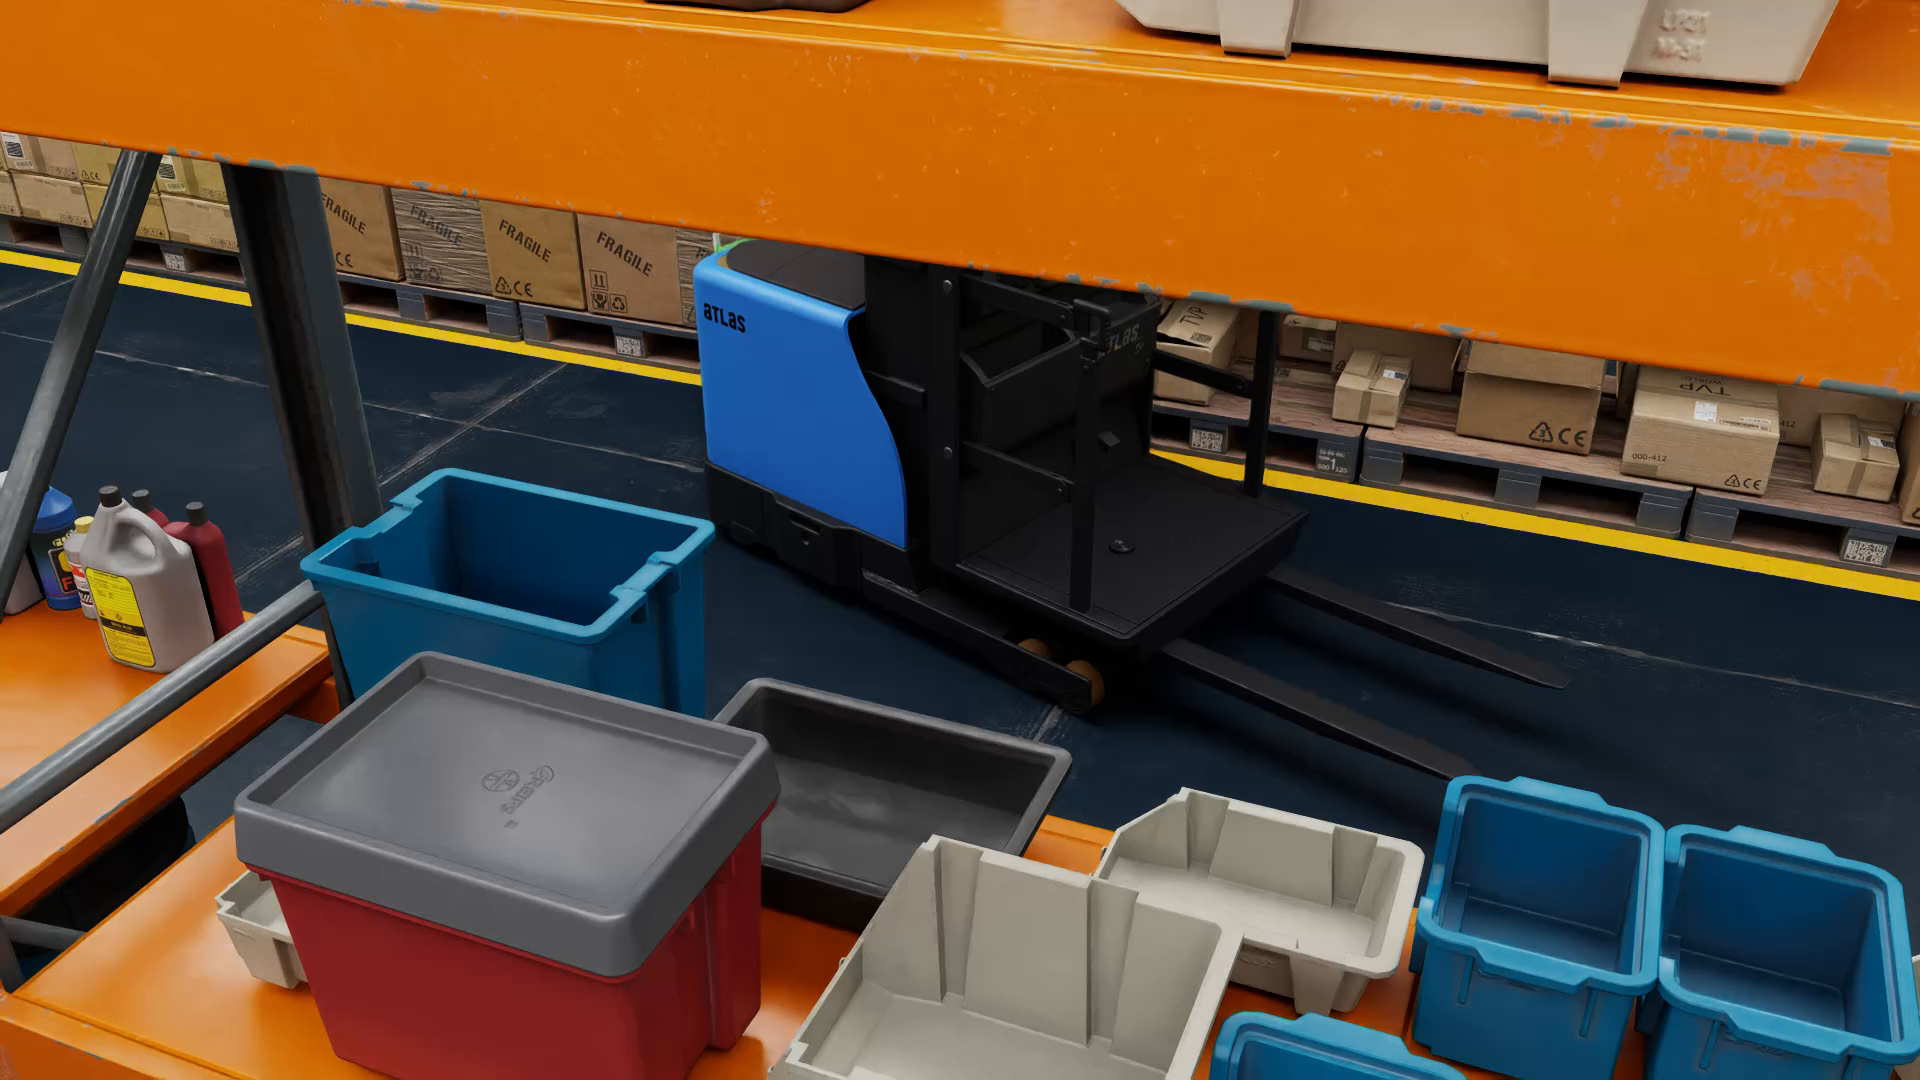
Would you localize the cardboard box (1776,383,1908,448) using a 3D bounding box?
[{"bbox_3d":[3.408,-0.572,6.560,0.500,0.250,0.500,11,31,19],"label":"cardboard box"}]

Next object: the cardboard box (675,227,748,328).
[{"bbox_3d":[-0.922,-1.247,7.501,0.500,0.500,0.500,12,32,20],"label":"cardboard box"}]

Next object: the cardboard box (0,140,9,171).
[{"bbox_3d":[-5.137,-2.231,8.946,0.500,0.311,0.500,12,32,20],"label":"cardboard box"}]

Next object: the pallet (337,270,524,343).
[{"bbox_3d":[-2.467,-1.365,8.451,1.213,0.211,1.003,11,31,19],"label":"pallet"}]

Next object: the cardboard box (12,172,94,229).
[{"bbox_3d":[-4.667,-1.895,8.922,0.500,0.250,0.500,12,32,20],"label":"cardboard box"}]

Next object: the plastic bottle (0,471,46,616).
[{"bbox_3d":[-1.928,-0.010,3.345,0.135,0.276,0.152,11,31,19],"label":"plastic bottle"}]

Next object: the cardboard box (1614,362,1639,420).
[{"bbox_3d":[2.945,-0.664,6.724,0.500,0.250,0.500,11,31,19],"label":"cardboard box"}]

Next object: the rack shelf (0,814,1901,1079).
[{"bbox_3d":[0.550,0.946,2.259,4.000,0.370,1.077,11,31,19],"label":"rack shelf"}]

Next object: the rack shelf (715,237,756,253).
[{"bbox_3d":[-0.710,-1.073,6.572,0.480,0.148,0.258,23,37,35],"label":"rack shelf"}]

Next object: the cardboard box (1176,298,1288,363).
[{"bbox_3d":[1.197,-1.122,7.280,0.500,0.500,0.500,11,31,19],"label":"cardboard box"}]

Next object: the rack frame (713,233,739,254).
[{"bbox_3d":[-0.894,-0.999,6.797,0.015,1.200,0.240,23,37,35],"label":"rack frame"}]

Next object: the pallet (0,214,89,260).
[{"bbox_3d":[-5.019,-1.917,9.428,1.213,0.211,1.003,11,31,19],"label":"pallet"}]

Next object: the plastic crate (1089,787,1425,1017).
[{"bbox_3d":[0.423,0.537,2.459,0.466,0.136,0.293,11,31,19],"label":"plastic crate"}]

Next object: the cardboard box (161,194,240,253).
[{"bbox_3d":[-3.724,-1.707,8.589,0.500,0.250,0.500,12,32,20],"label":"cardboard box"}]

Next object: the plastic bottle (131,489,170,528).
[{"bbox_3d":[-1.607,0.027,3.273,0.133,0.283,0.061,11,31,19],"label":"plastic bottle"}]

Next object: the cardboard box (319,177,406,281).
[{"bbox_3d":[-2.830,-1.624,8.167,0.500,0.500,0.500,13,32,21],"label":"cardboard box"}]

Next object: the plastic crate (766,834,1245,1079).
[{"bbox_3d":[0.042,0.655,2.102,0.530,0.282,0.437,11,31,19],"label":"plastic crate"}]

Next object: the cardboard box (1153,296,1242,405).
[{"bbox_3d":[0.870,-0.840,6.972,0.500,0.311,0.500,11,31,19],"label":"cardboard box"}]

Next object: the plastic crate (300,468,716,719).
[{"bbox_3d":[-0.743,0.175,2.848,0.575,0.384,0.392,11,31,19],"label":"plastic crate"}]

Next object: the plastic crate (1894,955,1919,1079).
[{"bbox_3d":[1.403,0.673,2.217,0.298,0.136,0.250,11,31,19],"label":"plastic crate"}]

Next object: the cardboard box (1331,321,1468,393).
[{"bbox_3d":[1.892,-0.901,7.081,0.500,0.311,0.500,11,31,19],"label":"cardboard box"}]

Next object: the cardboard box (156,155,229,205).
[{"bbox_3d":[-3.722,-1.949,8.448,0.500,0.311,0.500,12,32,20],"label":"cardboard box"}]

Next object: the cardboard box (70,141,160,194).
[{"bbox_3d":[-4.206,-2.043,8.613,0.500,0.311,0.500,11,31,18],"label":"cardboard box"}]

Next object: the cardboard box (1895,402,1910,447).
[{"bbox_3d":[3.778,-0.493,6.507,0.250,0.166,0.380,11,31,19],"label":"cardboard box"}]

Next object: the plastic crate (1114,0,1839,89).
[{"bbox_3d":[0.395,-0.457,1.230,0.530,0.136,0.437,11,31,19],"label":"plastic crate"}]

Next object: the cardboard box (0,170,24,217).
[{"bbox_3d":[-5.145,-1.989,9.088,0.500,0.250,0.500,12,32,20],"label":"cardboard box"}]

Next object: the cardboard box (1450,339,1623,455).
[{"bbox_3d":[2.305,-0.754,6.626,0.637,0.503,0.797,11,31,19],"label":"cardboard box"}]

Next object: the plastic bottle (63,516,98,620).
[{"bbox_3d":[-1.720,0.049,3.316,0.097,0.201,0.097,0,29,0],"label":"plastic bottle"}]

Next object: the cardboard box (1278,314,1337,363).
[{"bbox_3d":[1.567,-0.927,7.292,0.250,0.149,0.380,11,31,19],"label":"cardboard box"}]

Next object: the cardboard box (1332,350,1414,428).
[{"bbox_3d":[1.675,-0.621,6.733,0.250,0.166,0.380,11,31,19],"label":"cardboard box"}]

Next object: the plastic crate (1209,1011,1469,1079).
[{"bbox_3d":[0.403,0.787,1.919,0.300,0.233,0.416,11,31,19],"label":"plastic crate"}]

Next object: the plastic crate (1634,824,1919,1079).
[{"bbox_3d":[1.078,0.610,2.231,0.300,0.233,0.416,11,31,19],"label":"plastic crate"}]

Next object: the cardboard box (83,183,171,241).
[{"bbox_3d":[-4.203,-1.800,8.755,0.500,0.250,0.500,11,31,19],"label":"cardboard box"}]

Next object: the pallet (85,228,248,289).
[{"bbox_3d":[-3.893,-1.691,9.027,1.213,0.211,1.003,11,31,19],"label":"pallet"}]

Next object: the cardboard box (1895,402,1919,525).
[{"bbox_3d":[3.672,-0.346,5.908,0.500,0.500,0.500,11,31,19],"label":"cardboard box"}]

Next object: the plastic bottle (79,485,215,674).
[{"bbox_3d":[-1.545,0.064,3.138,0.185,0.351,0.144,11,31,19],"label":"plastic bottle"}]

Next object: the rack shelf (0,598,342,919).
[{"bbox_3d":[-3.157,0.206,3.568,4.000,0.370,1.077,11,31,19],"label":"rack shelf"}]

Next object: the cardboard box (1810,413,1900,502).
[{"bbox_3d":[3.331,-0.317,6.195,0.250,0.166,0.380,11,31,19],"label":"cardboard box"}]

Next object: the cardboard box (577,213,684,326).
[{"bbox_3d":[-1.394,-1.340,7.666,0.500,0.500,0.500,10,31,17],"label":"cardboard box"}]

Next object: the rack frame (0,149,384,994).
[{"bbox_3d":[-1.305,0.265,2.734,0.053,2.616,0.949,11,31,19],"label":"rack frame"}]

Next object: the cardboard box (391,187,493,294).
[{"bbox_3d":[-2.343,-1.529,8.001,0.500,0.500,0.500,10,31,17],"label":"cardboard box"}]

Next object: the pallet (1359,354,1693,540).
[{"bbox_3d":[2.333,-0.428,6.794,1.213,0.211,1.003,11,31,19],"label":"pallet"}]

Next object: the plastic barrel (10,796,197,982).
[{"bbox_3d":[-1.801,0.885,3.341,0.708,0.901,0.600,11,31,19],"label":"plastic barrel"}]

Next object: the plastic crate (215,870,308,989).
[{"bbox_3d":[-0.926,0.503,2.519,0.243,0.136,0.396,11,31,19],"label":"plastic crate"}]

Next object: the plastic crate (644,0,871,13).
[{"bbox_3d":[-0.256,-0.631,1.403,0.590,0.269,0.497,11,31,19],"label":"plastic crate"}]

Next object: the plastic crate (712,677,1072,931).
[{"bbox_3d":[-0.165,0.441,2.640,0.590,0.125,0.437,11,31,19],"label":"plastic crate"}]

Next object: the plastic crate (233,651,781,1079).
[{"bbox_3d":[-0.571,0.489,2.211,0.583,0.464,0.402,11,31,19],"label":"plastic crate"}]

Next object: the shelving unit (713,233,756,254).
[{"bbox_3d":[-0.710,-0.920,6.658,0.503,1.200,0.258,23,37,35],"label":"shelving unit"}]

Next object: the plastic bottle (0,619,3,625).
[{"bbox_3d":[-1.958,0.083,3.257,0.097,0.201,0.097,0,29,0],"label":"plastic bottle"}]

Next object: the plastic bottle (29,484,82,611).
[{"bbox_3d":[-1.811,0.001,3.331,0.097,0.271,0.097,0,29,0],"label":"plastic bottle"}]

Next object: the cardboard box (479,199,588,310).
[{"bbox_3d":[-1.880,-1.434,7.832,0.500,0.500,0.500,11,31,18],"label":"cardboard box"}]

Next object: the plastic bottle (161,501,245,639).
[{"bbox_3d":[-1.483,0.051,3.229,0.133,0.283,0.061,11,31,19],"label":"plastic bottle"}]

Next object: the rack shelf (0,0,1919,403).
[{"bbox_3d":[0.550,-0.360,1.521,4.000,0.370,1.077,11,31,19],"label":"rack shelf"}]

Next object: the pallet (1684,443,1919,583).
[{"bbox_3d":[3.459,-0.202,6.393,1.213,0.211,1.003,11,31,19],"label":"pallet"}]

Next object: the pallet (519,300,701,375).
[{"bbox_3d":[-1.340,-1.139,8.051,1.213,0.211,1.003,11,31,19],"label":"pallet"}]

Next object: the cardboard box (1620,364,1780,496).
[{"bbox_3d":[2.803,-0.427,6.304,0.500,0.250,0.500,11,31,19],"label":"cardboard box"}]

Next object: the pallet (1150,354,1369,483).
[{"bbox_3d":[1.198,-0.653,7.192,1.213,0.211,1.003,11,31,19],"label":"pallet"}]

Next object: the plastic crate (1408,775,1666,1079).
[{"bbox_3d":[0.800,0.555,2.329,0.300,0.233,0.416,11,31,19],"label":"plastic crate"}]

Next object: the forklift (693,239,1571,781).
[{"bbox_3d":[0.493,-1.019,5.074,3.031,2.935,1.130,23,37,35],"label":"forklift"}]

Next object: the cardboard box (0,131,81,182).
[{"bbox_3d":[-4.673,-2.137,8.780,0.500,0.311,0.500,11,31,19],"label":"cardboard box"}]
